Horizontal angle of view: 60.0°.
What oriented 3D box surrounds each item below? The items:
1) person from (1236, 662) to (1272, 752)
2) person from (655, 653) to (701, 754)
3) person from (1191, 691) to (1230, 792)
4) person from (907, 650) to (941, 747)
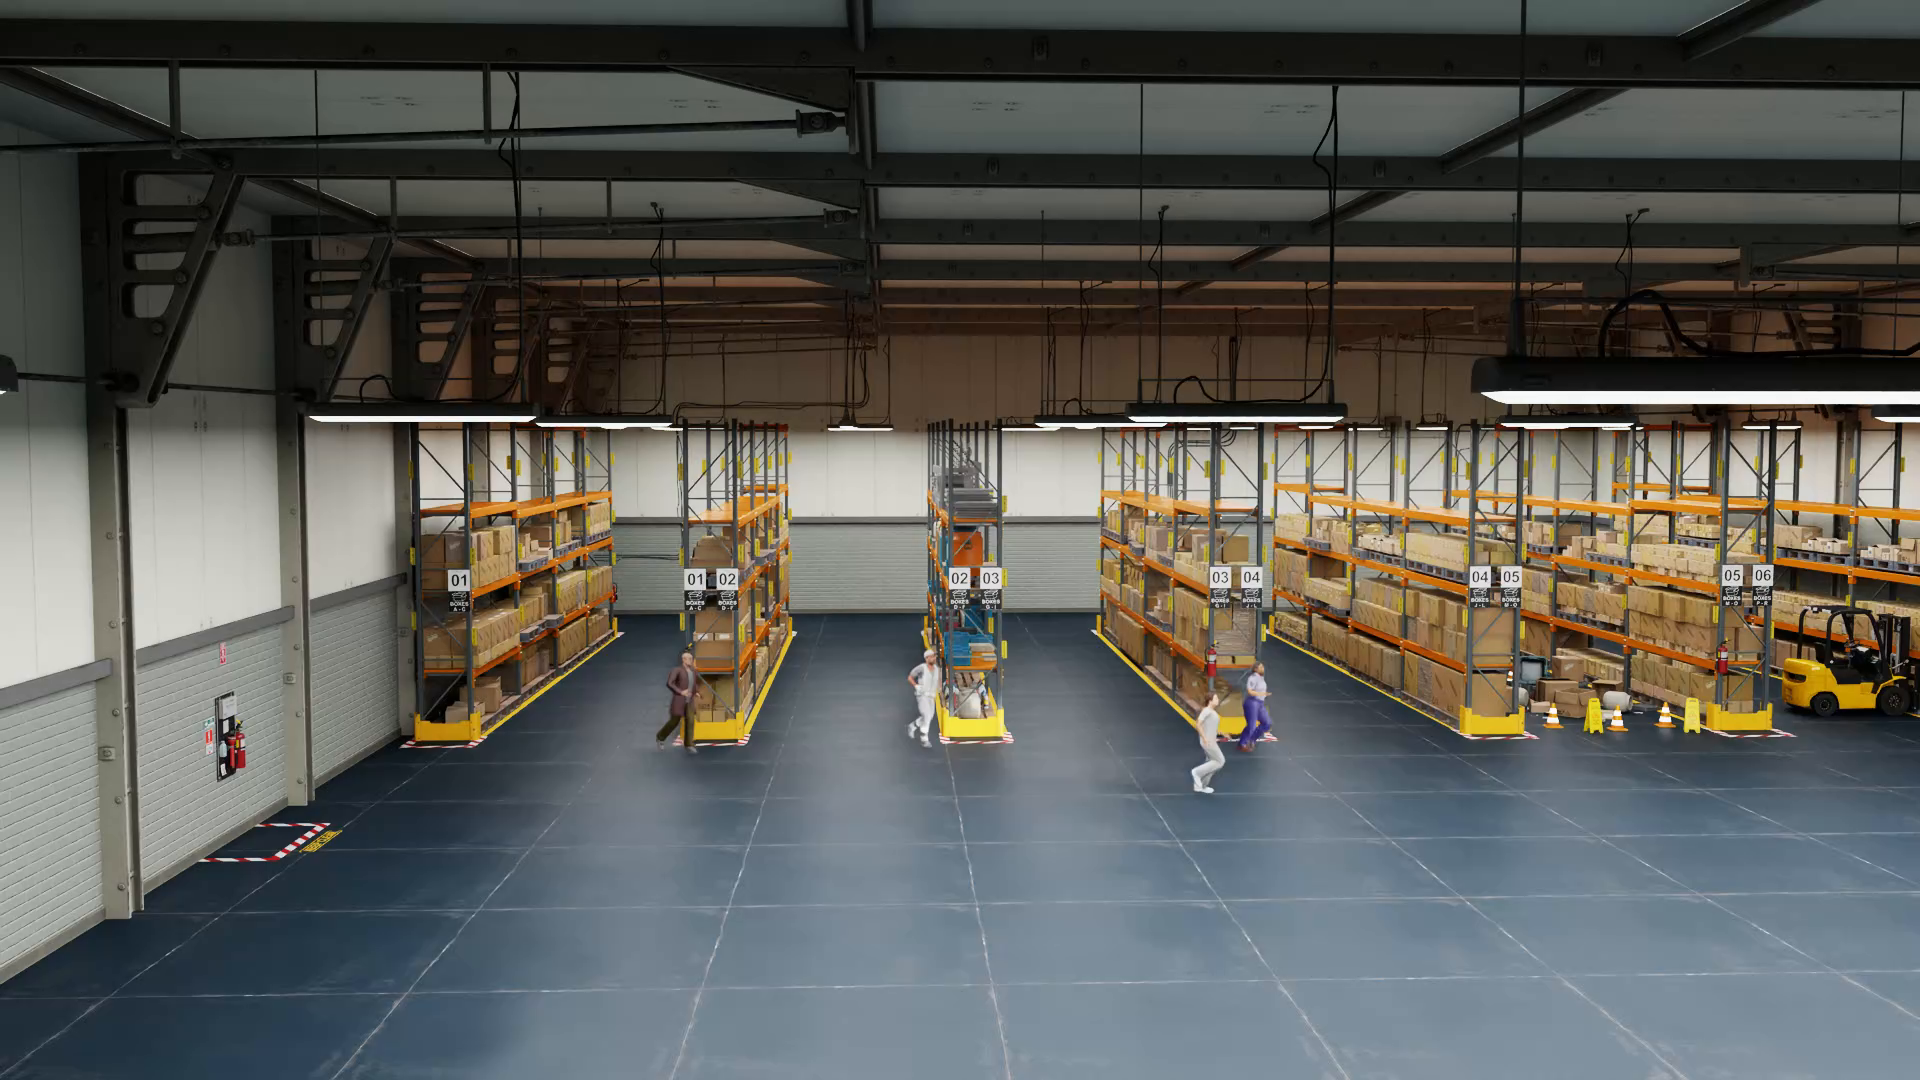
[{"bbox_3d":[5.362,3.013,29.940,0.633,1.619,0.610,3,4,35],"label":"person"},{"bbox_3d":[-4.938,2.907,29.865,0.999,1.750,0.775,3,5,39],"label":"person"},{"bbox_3d":[4.000,3.219,26.479,0.592,1.622,0.551,1,4,19],"label":"person"},{"bbox_3d":[-0.636,2.899,30.736,0.704,1.752,0.782,-3,5,-36],"label":"person"}]
